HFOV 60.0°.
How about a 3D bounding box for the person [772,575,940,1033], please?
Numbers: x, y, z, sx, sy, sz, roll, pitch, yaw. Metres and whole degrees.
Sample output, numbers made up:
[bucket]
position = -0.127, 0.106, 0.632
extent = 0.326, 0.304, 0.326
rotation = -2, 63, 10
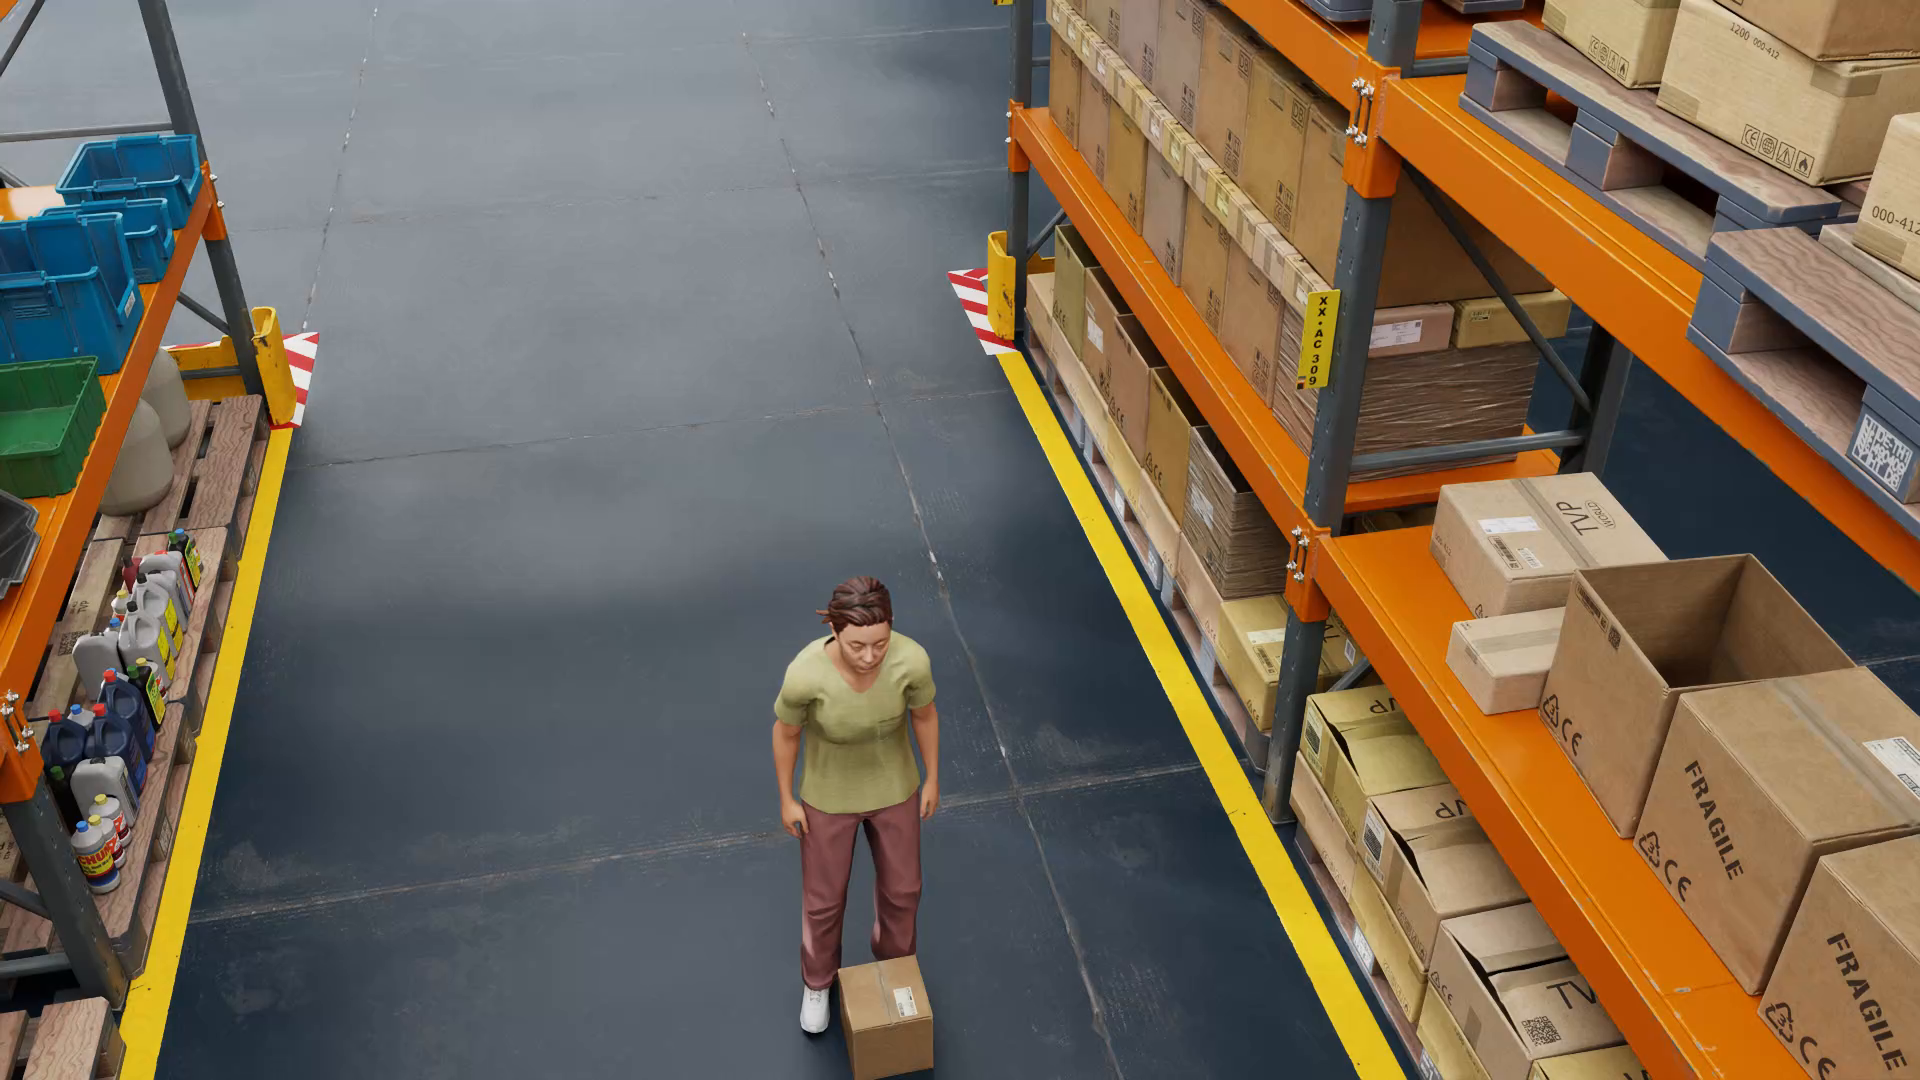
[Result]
[person]
position = -0.296, 0.779, 5.010
extent = 0.500, 1.673, 0.353
rotation = -7, 35, -11
